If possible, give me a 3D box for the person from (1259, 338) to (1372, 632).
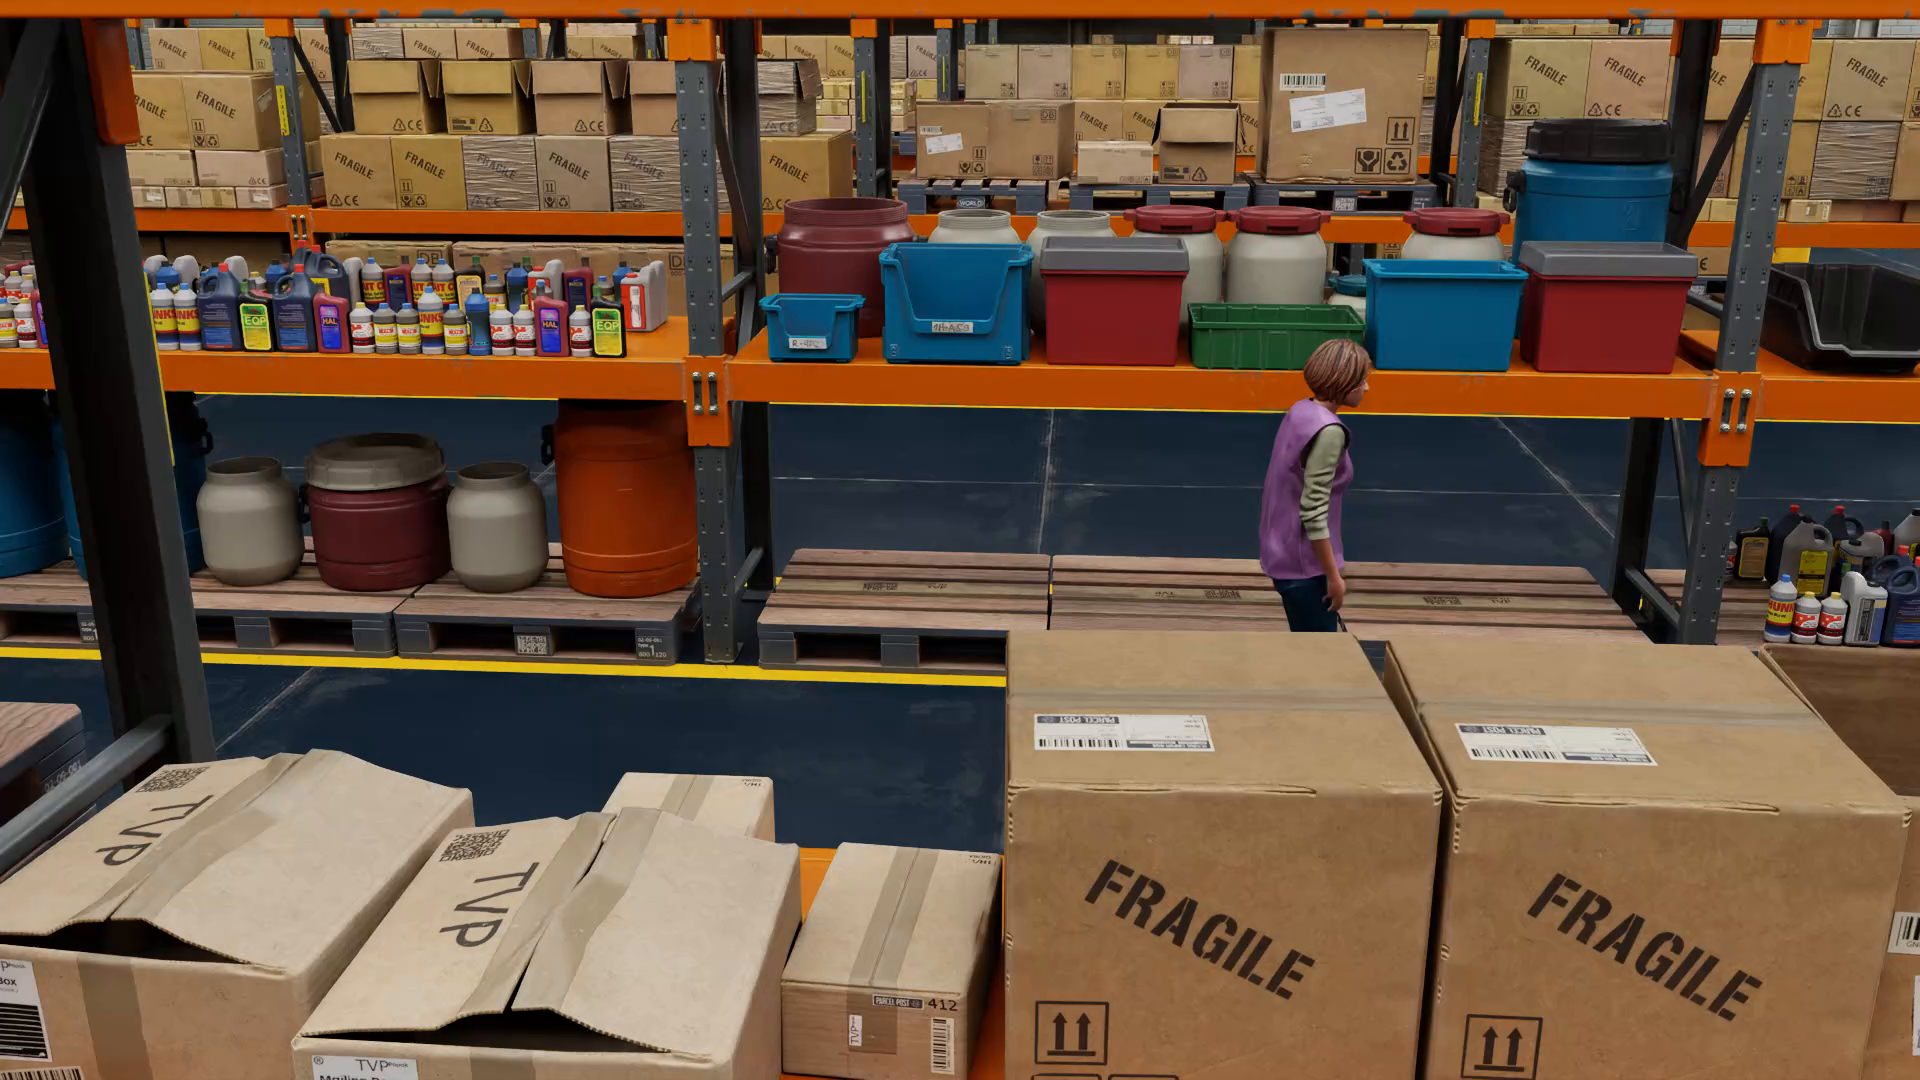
[{"bbox_3d":[1.213,0.092,5.780,0.338,1.594,0.460,1,18,2],"label":"person"}]
